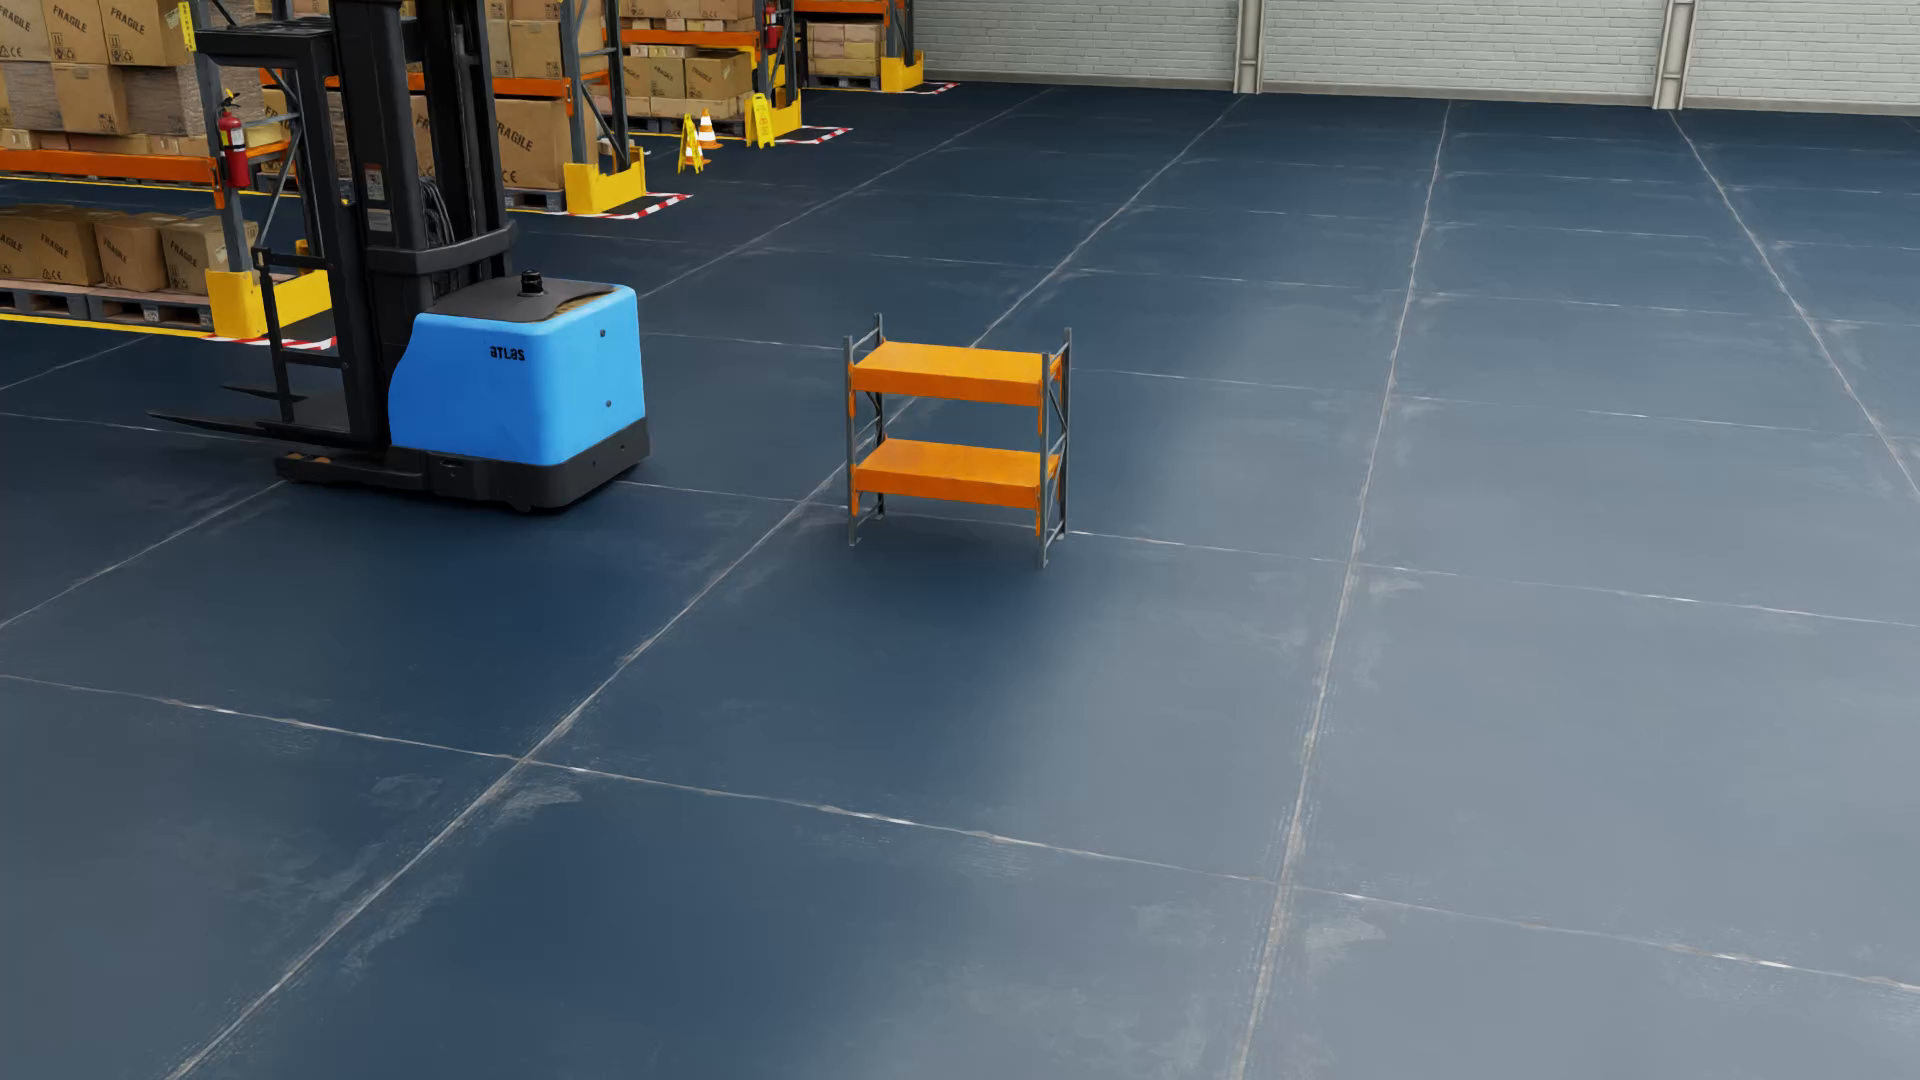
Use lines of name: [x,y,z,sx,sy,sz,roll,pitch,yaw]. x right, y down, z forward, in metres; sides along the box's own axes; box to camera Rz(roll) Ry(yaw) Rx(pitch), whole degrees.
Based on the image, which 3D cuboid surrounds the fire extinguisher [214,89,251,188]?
fire extinguisher: [-5.243,-2.888,11.960,0.183,0.674,0.296,7,23,16]

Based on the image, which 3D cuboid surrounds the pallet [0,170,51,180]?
pallet: [-10.616,-4.368,19.141,1.213,0.211,1.003,7,23,16]

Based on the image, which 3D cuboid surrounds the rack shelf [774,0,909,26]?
rack shelf: [-2.841,-8.395,26.231,4.000,0.370,1.077,7,23,16]

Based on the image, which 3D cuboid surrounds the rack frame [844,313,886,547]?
rack frame: [-0.493,-0.577,8.694,0.032,1.125,0.500,7,23,16]

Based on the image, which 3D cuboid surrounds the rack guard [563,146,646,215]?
rack guard: [-3.667,-3.736,17.219,0.348,0.500,1.175,7,23,16]

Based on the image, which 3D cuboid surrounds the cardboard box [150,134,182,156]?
cardboard box: [-5.791,-2.972,12.393,0.250,0.149,0.380,7,23,16]

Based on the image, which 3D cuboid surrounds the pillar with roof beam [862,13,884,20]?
pillar with roof beam: [-2.576,-10.124,21.593,0.400,9.000,9.100,7,23,16]

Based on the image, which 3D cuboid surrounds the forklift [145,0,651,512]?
forklift: [-3.401,-1.839,9.390,3.031,2.935,1.130,8,24,19]

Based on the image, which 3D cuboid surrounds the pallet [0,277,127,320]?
pallet: [-7.224,-2.059,13.510,1.213,0.211,1.003,7,23,16]

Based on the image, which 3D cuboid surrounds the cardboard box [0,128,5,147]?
cardboard box: [-7.238,-3.123,12.762,0.250,0.149,0.380,7,23,16]

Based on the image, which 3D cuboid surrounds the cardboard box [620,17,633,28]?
cardboard box: [-4.234,-6.726,21.546,0.250,0.149,0.380,7,23,16]

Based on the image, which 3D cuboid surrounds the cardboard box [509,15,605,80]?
cardboard box: [-4.058,-4.989,16.781,0.550,0.550,0.875,7,23,16]

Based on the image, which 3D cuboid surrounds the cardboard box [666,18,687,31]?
cardboard box: [-3.546,-6.592,21.219,0.250,0.149,0.380,7,23,16]

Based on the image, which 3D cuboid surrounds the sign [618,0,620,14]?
sign: [-3.524,-5.533,17.062,0.005,0.325,0.100,7,23,16]

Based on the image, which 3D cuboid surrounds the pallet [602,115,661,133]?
pallet: [-4.361,-5.659,22.288,1.213,0.211,1.003,7,23,16]

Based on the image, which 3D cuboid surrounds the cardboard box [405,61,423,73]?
cardboard box: [-5.610,-5.191,17.275,0.500,0.550,0.875,7,23,16]

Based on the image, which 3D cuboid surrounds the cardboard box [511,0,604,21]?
cardboard box: [-4.034,-5.519,16.651,0.550,0.550,0.875,7,23,16]

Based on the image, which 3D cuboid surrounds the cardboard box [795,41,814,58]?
cardboard box: [-2.460,-7.709,26.023,0.500,0.250,0.500,6,23,14]

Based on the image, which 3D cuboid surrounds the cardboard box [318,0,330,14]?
cardboard box: [-6.139,-5.722,17.147,0.550,0.550,0.875,7,23,16]

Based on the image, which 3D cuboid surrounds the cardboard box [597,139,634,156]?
cardboard box: [-4.194,-4.795,20.264,0.380,0.149,0.250,-20,29,-39]

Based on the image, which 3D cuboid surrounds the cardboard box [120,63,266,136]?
cardboard box: [-5.738,-3.358,12.480,0.500,0.500,0.875,7,23,16]

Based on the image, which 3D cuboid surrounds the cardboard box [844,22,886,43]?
cardboard box: [-1.458,-7.830,25.659,0.500,0.250,0.500,7,23,17]

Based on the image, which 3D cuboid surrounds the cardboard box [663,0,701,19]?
cardboard box: [-3.434,-6.904,21.126,0.500,0.500,0.500,7,23,16]

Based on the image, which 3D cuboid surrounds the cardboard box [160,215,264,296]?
cardboard box: [-5.812,-2.216,12.961,0.500,0.500,0.500,11,25,25]

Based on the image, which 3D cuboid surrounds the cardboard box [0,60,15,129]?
cardboard box: [-7.193,-3.499,12.824,0.500,0.500,0.875,7,23,16]

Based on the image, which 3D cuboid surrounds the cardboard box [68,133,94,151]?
cardboard box: [-6.507,-3.056,12.598,0.250,0.149,0.380,7,23,16]

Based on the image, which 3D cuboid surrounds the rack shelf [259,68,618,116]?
rack shelf: [-5.605,-4.781,17.422,4.000,0.370,1.077,7,23,16]

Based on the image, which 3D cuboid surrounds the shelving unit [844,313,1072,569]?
shelving unit: [-0.006,-0.521,8.558,1.048,1.125,0.538,7,23,16]

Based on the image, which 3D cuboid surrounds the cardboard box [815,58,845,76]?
cardboard box: [-1.941,-7.425,25.989,0.500,0.250,0.500,7,23,15]

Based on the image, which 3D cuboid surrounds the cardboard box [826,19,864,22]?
cardboard box: [-1.811,-8.068,26.239,0.500,0.250,0.500,7,23,16]

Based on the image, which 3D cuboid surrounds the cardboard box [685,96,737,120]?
cardboard box: [-3.231,-5.620,21.589,0.500,0.250,0.500,6,23,15]

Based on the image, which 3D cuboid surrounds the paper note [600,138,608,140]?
paper note: [-4.514,-5.128,21.231,0.148,0.019,0.142,-1,22,-3]

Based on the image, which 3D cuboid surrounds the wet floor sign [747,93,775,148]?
wet floor sign: [-2.484,-5.206,20.611,0.232,0.644,0.267,16,27,34]

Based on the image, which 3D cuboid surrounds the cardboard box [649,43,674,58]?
cardboard box: [-3.810,-6.311,21.431,0.250,0.149,0.380,7,23,16]

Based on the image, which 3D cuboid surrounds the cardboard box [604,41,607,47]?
cardboard box: [-6.000,-8.184,27.344,0.625,0.625,0.875,6,23,15]

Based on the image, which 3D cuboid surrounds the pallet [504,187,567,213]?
pallet: [-4.478,-3.664,17.425,1.213,0.211,1.003,7,23,15]

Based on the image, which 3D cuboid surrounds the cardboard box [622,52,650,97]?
cardboard box: [-4.181,-6.081,21.723,0.500,0.500,0.500,6,23,14]

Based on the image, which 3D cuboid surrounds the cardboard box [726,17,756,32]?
cardboard box: [-2.777,-6.552,21.121,0.250,0.149,0.380,7,23,17]

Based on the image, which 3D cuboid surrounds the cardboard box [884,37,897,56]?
cardboard box: [-1.317,-7.789,26.217,0.500,0.250,0.500,7,23,16]

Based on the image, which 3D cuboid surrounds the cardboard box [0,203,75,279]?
cardboard box: [-7.510,-2.422,13.463,0.500,0.500,0.500,4,23,11]

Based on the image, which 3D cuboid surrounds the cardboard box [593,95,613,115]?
cardboard box: [-4.676,-5.791,22.005,0.500,0.250,0.500,6,23,15]

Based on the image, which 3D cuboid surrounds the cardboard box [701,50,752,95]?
cardboard box: [-3.072,-6.165,21.929,0.500,0.500,0.500,6,23,14]

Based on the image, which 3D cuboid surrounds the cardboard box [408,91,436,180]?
cardboard box: [-5.201,-4.252,17.430,0.875,0.875,0.875,6,23,15]

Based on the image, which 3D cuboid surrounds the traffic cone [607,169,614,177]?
traffic cone: [-3.788,-4.295,18.632,0.334,0.463,0.336,7,23,16]

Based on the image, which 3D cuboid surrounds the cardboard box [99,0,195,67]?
cardboard box: [-5.817,-3.721,12.048,0.500,0.500,0.500,7,23,16]

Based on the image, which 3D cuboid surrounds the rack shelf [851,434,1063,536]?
rack shelf: [-0.006,-0.295,8.651,1.000,0.278,0.538,7,23,16]

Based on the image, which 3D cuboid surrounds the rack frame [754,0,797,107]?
rack frame: [-2.357,-6.705,21.162,0.127,3.000,1.000,7,23,16]
